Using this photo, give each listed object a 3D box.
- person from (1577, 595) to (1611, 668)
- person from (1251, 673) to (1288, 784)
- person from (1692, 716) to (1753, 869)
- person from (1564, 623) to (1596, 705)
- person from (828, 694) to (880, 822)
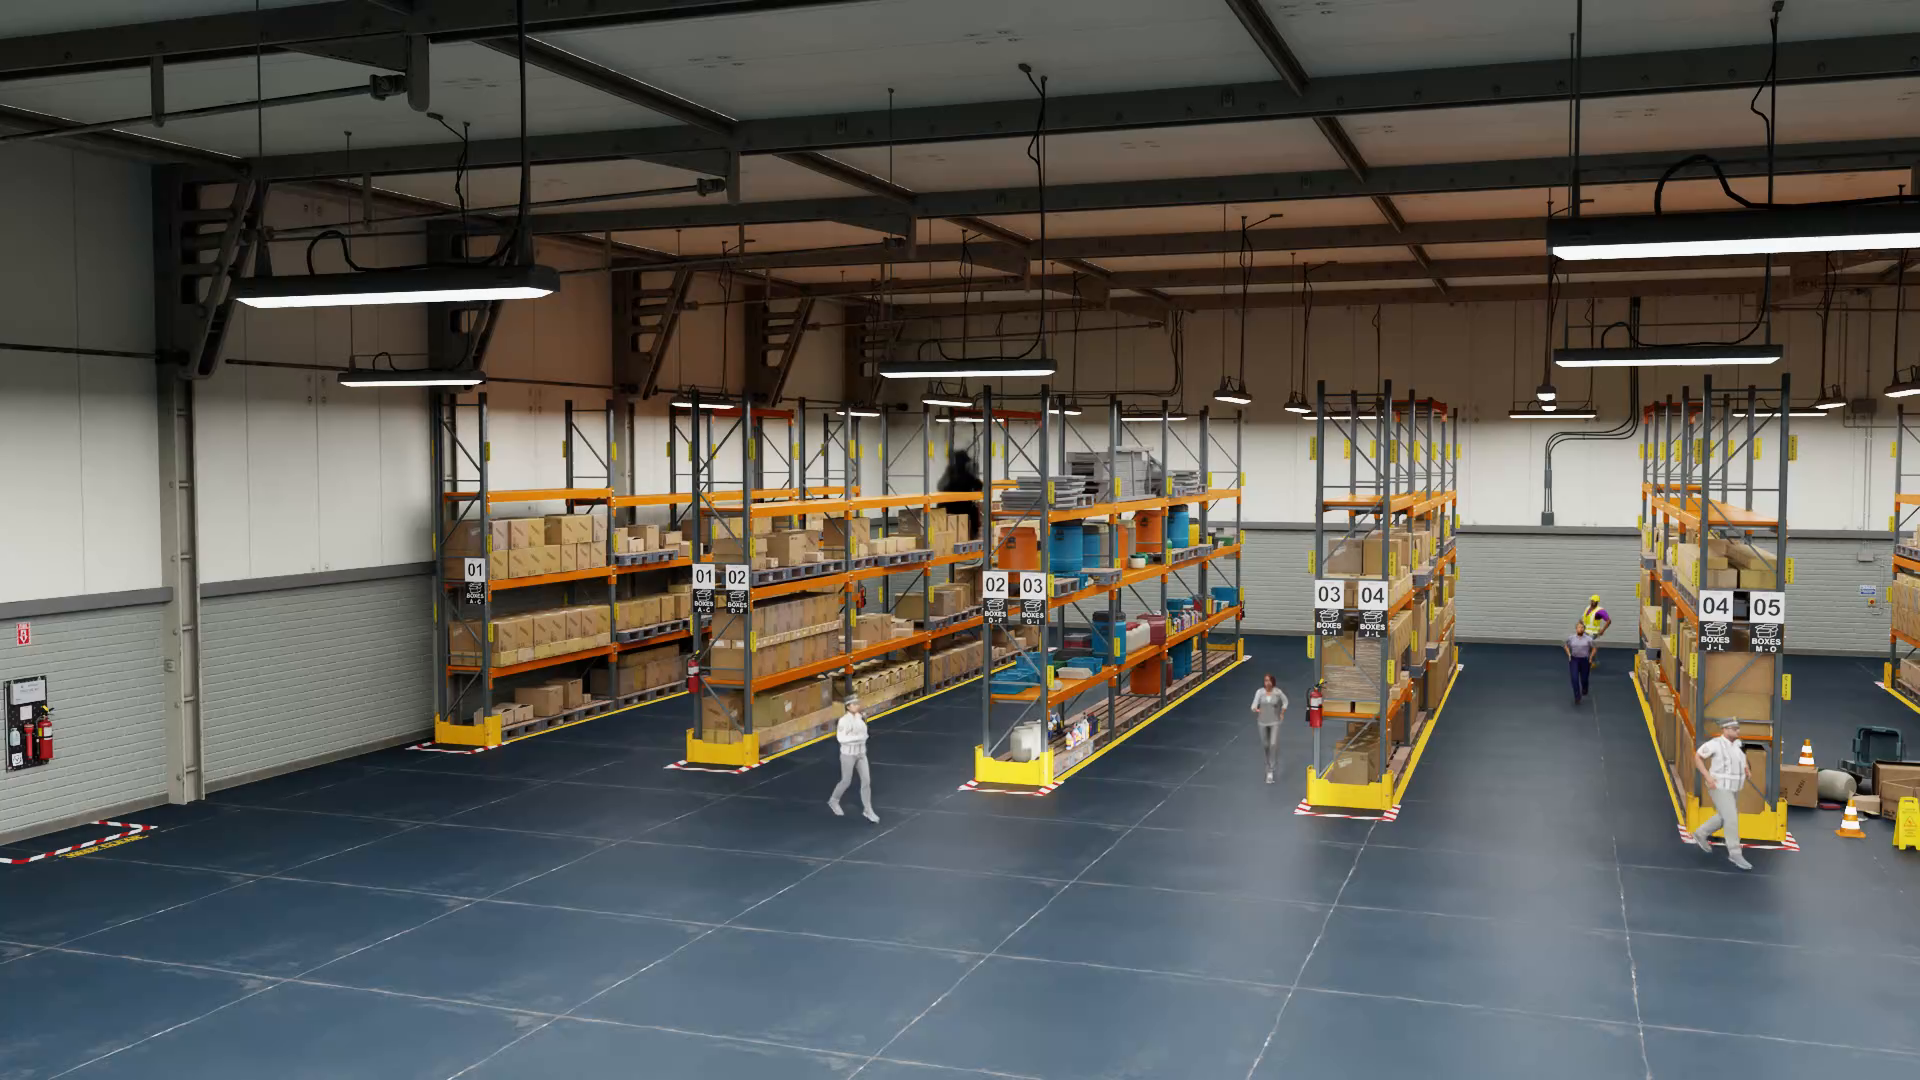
[{"bbox_3d":[14.343,2.130,37.811,0.739,1.762,0.754,-1,3,-14],"label":"person"},{"bbox_3d":[4.723,2.838,25.406,0.534,1.615,0.863,1,3,18],"label":"person"},{"bbox_3d":[9.340,3.025,20.307,0.683,1.790,0.913,-2,4,-33],"label":"person"},{"bbox_3d":[12.344,2.450,33.118,0.607,1.622,0.682,1,3,24],"label":"person"},{"bbox_3d":[-1.429,2.925,22.528,0.852,1.708,0.426,3,4,42],"label":"person"}]
